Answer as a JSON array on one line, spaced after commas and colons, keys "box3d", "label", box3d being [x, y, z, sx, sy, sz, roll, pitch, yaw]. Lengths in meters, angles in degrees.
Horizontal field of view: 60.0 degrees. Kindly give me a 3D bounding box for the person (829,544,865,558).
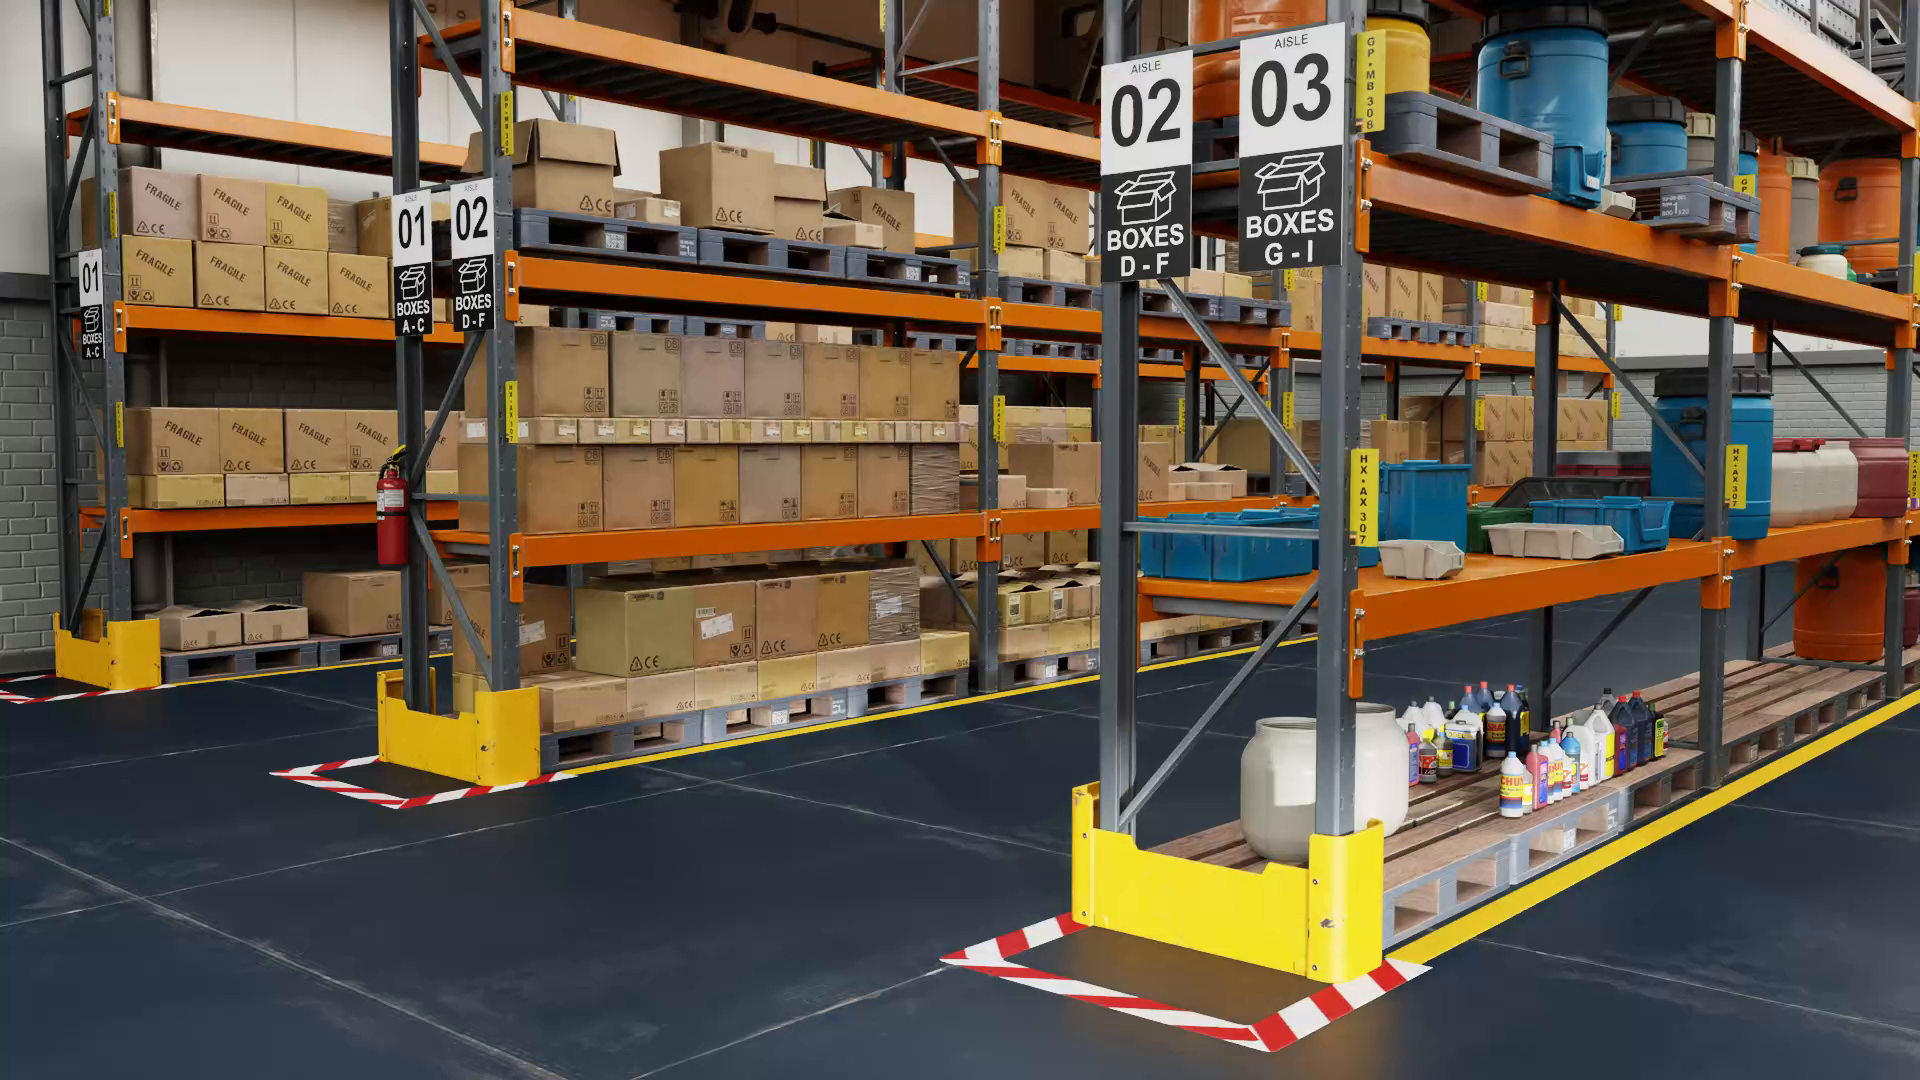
[{"box3d": [-1.196, -0.068, 16.470, 0.669, 1.759, 0.594, -1, 4, -10], "label": "person"}]
